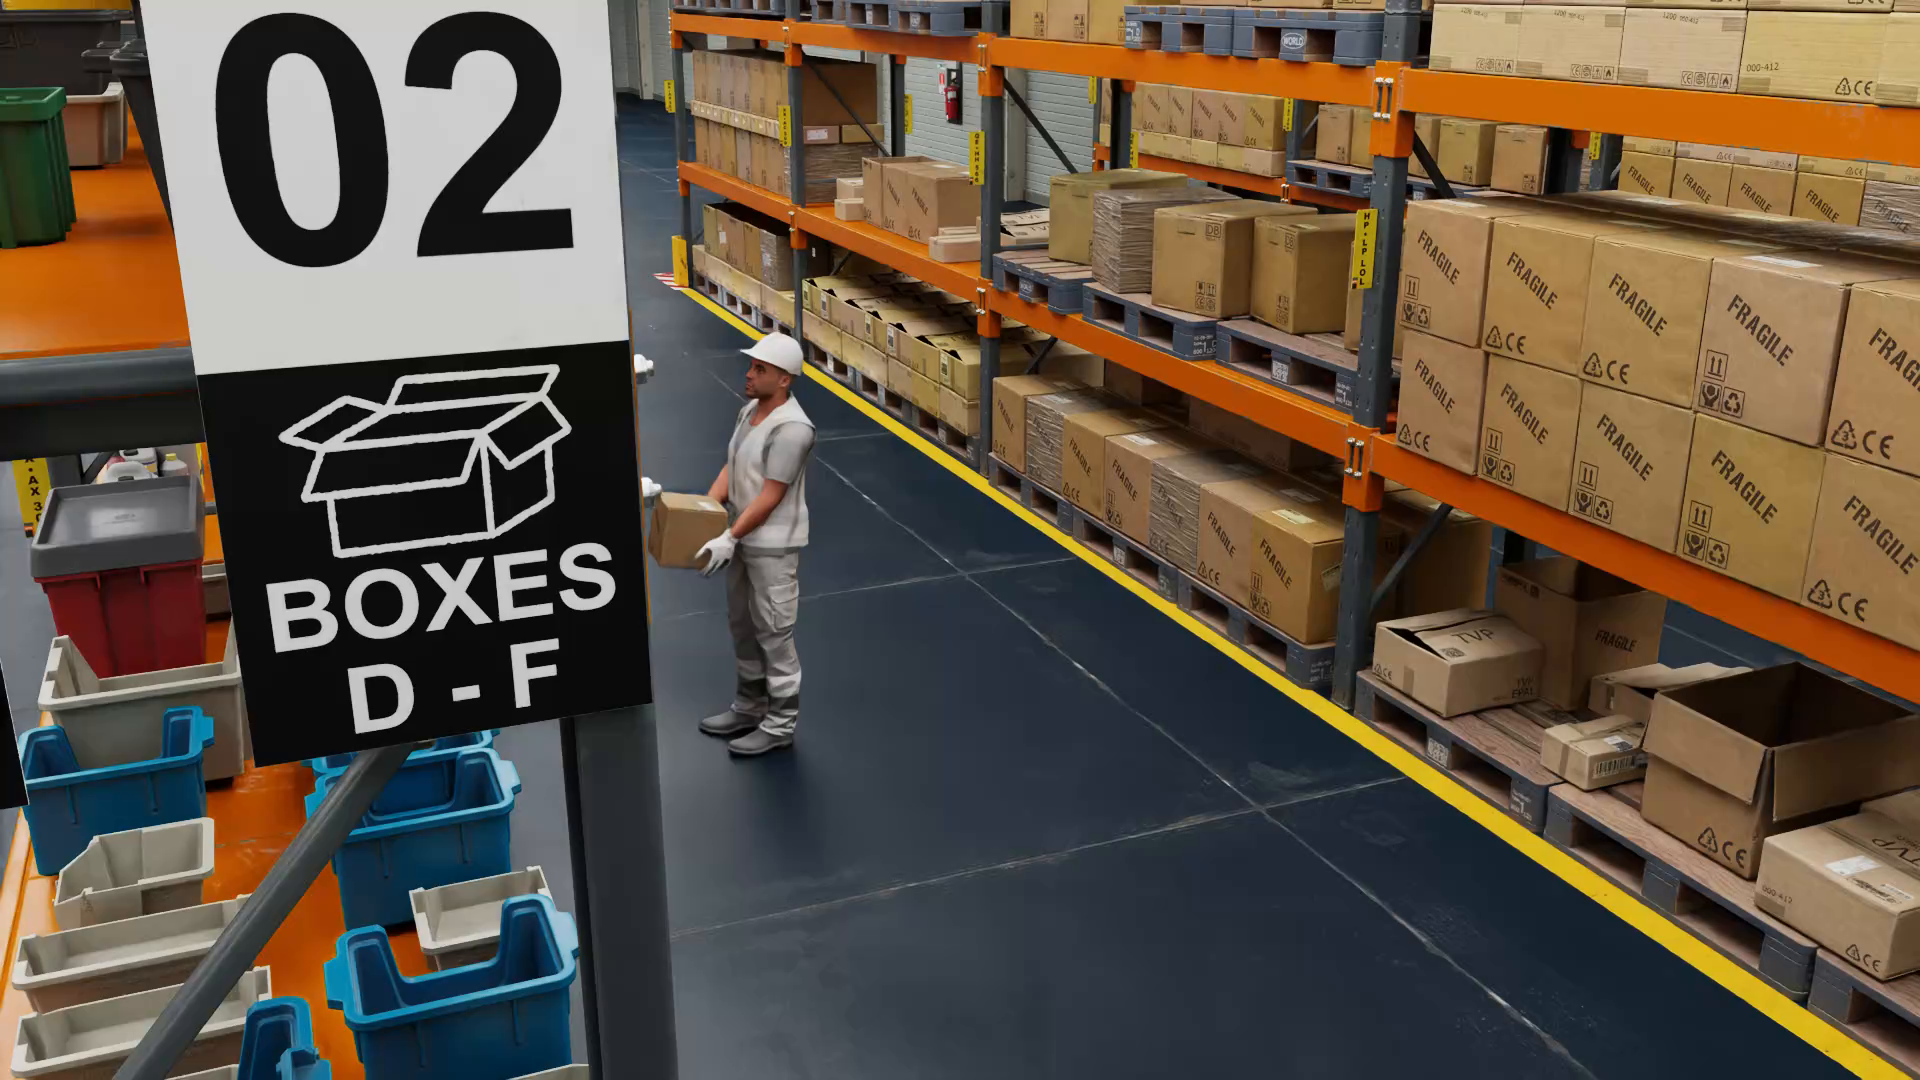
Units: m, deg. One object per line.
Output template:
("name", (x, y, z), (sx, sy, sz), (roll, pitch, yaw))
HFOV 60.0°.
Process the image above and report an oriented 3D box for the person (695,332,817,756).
("person", (-0.888, 0.035, 6.914), (0.546, 1.793, 0.527), (-10, 21, -27))
